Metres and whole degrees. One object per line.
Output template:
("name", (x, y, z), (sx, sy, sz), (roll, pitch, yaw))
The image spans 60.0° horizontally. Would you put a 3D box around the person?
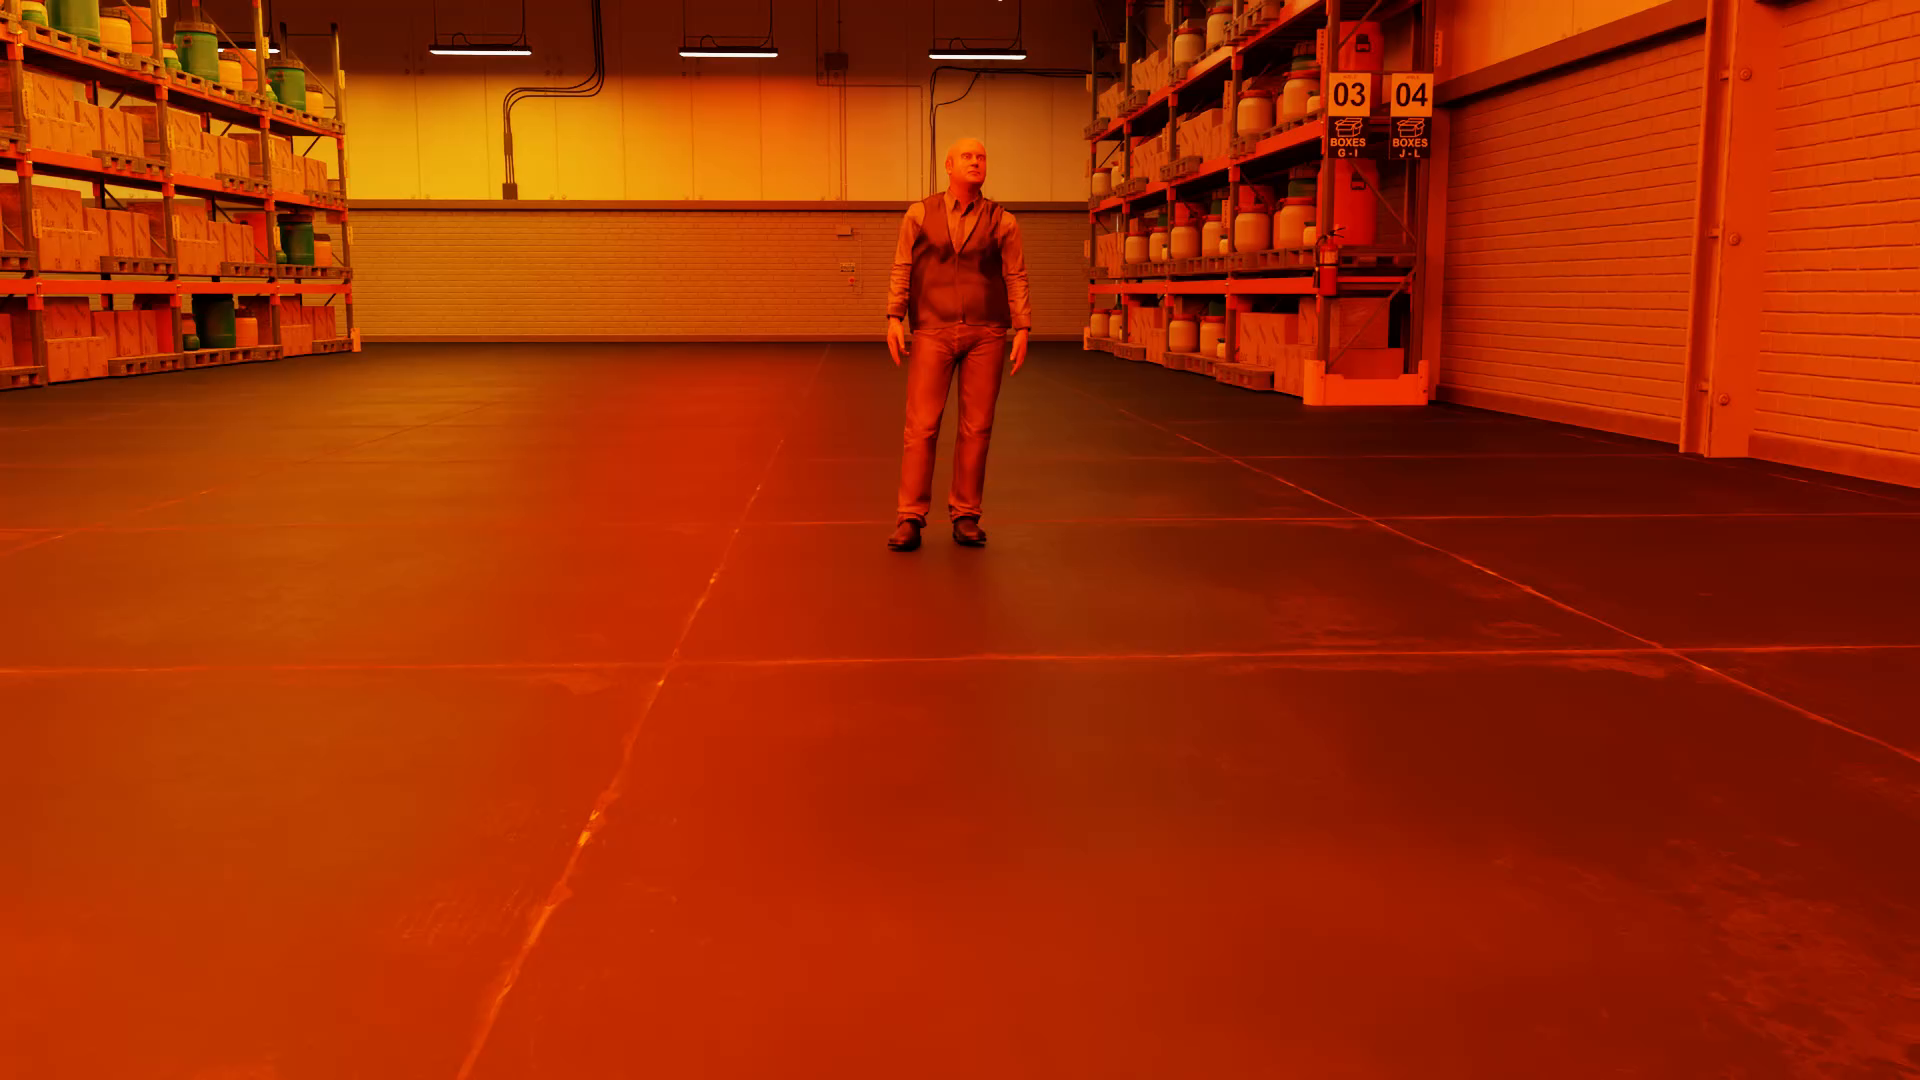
("person", (-0.005, -0.850, 7.121), (0.632, 1.720, 0.568), (-1, 8, -4))
